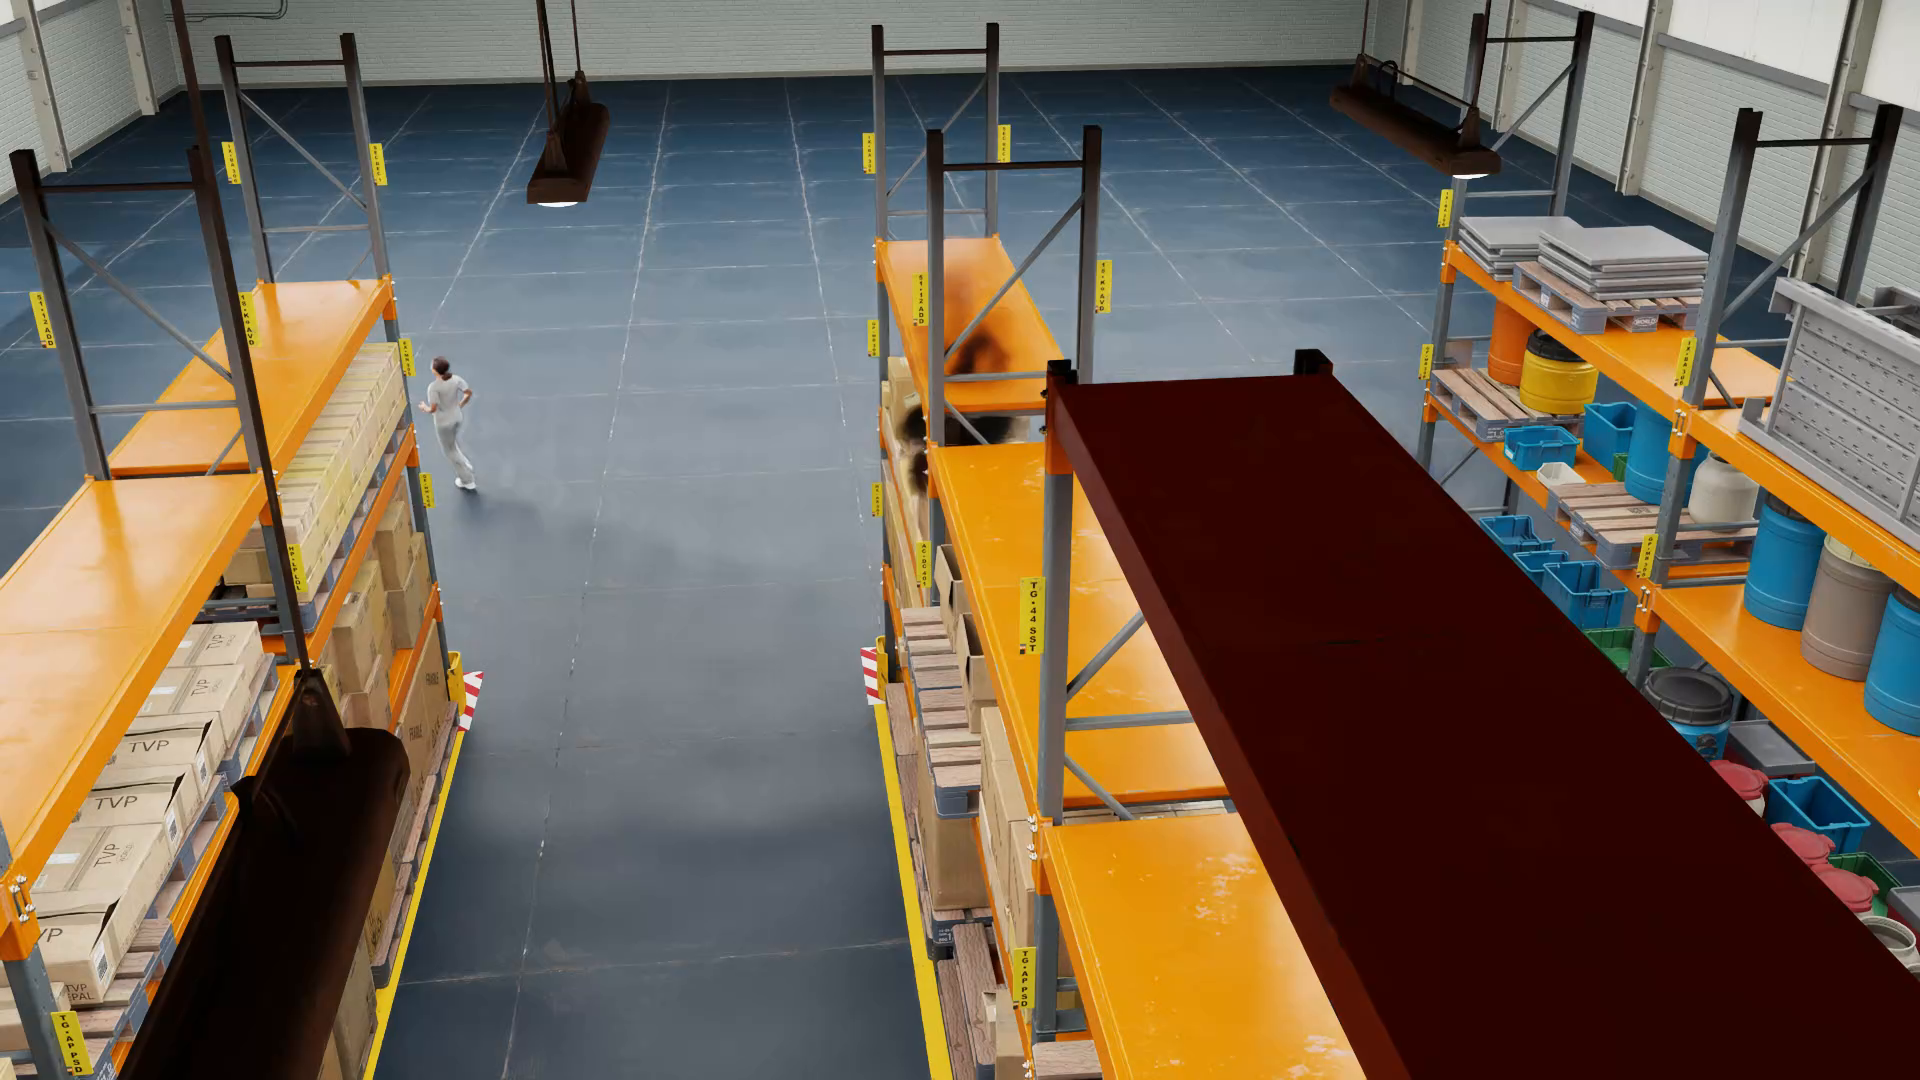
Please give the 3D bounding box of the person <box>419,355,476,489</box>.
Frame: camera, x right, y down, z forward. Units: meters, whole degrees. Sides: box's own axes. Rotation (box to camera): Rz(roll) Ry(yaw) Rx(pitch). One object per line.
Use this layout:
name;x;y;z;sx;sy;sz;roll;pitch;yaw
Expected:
person;-6.021;-1.397;19.503;0.615;1.631;0.539;13;28;25
